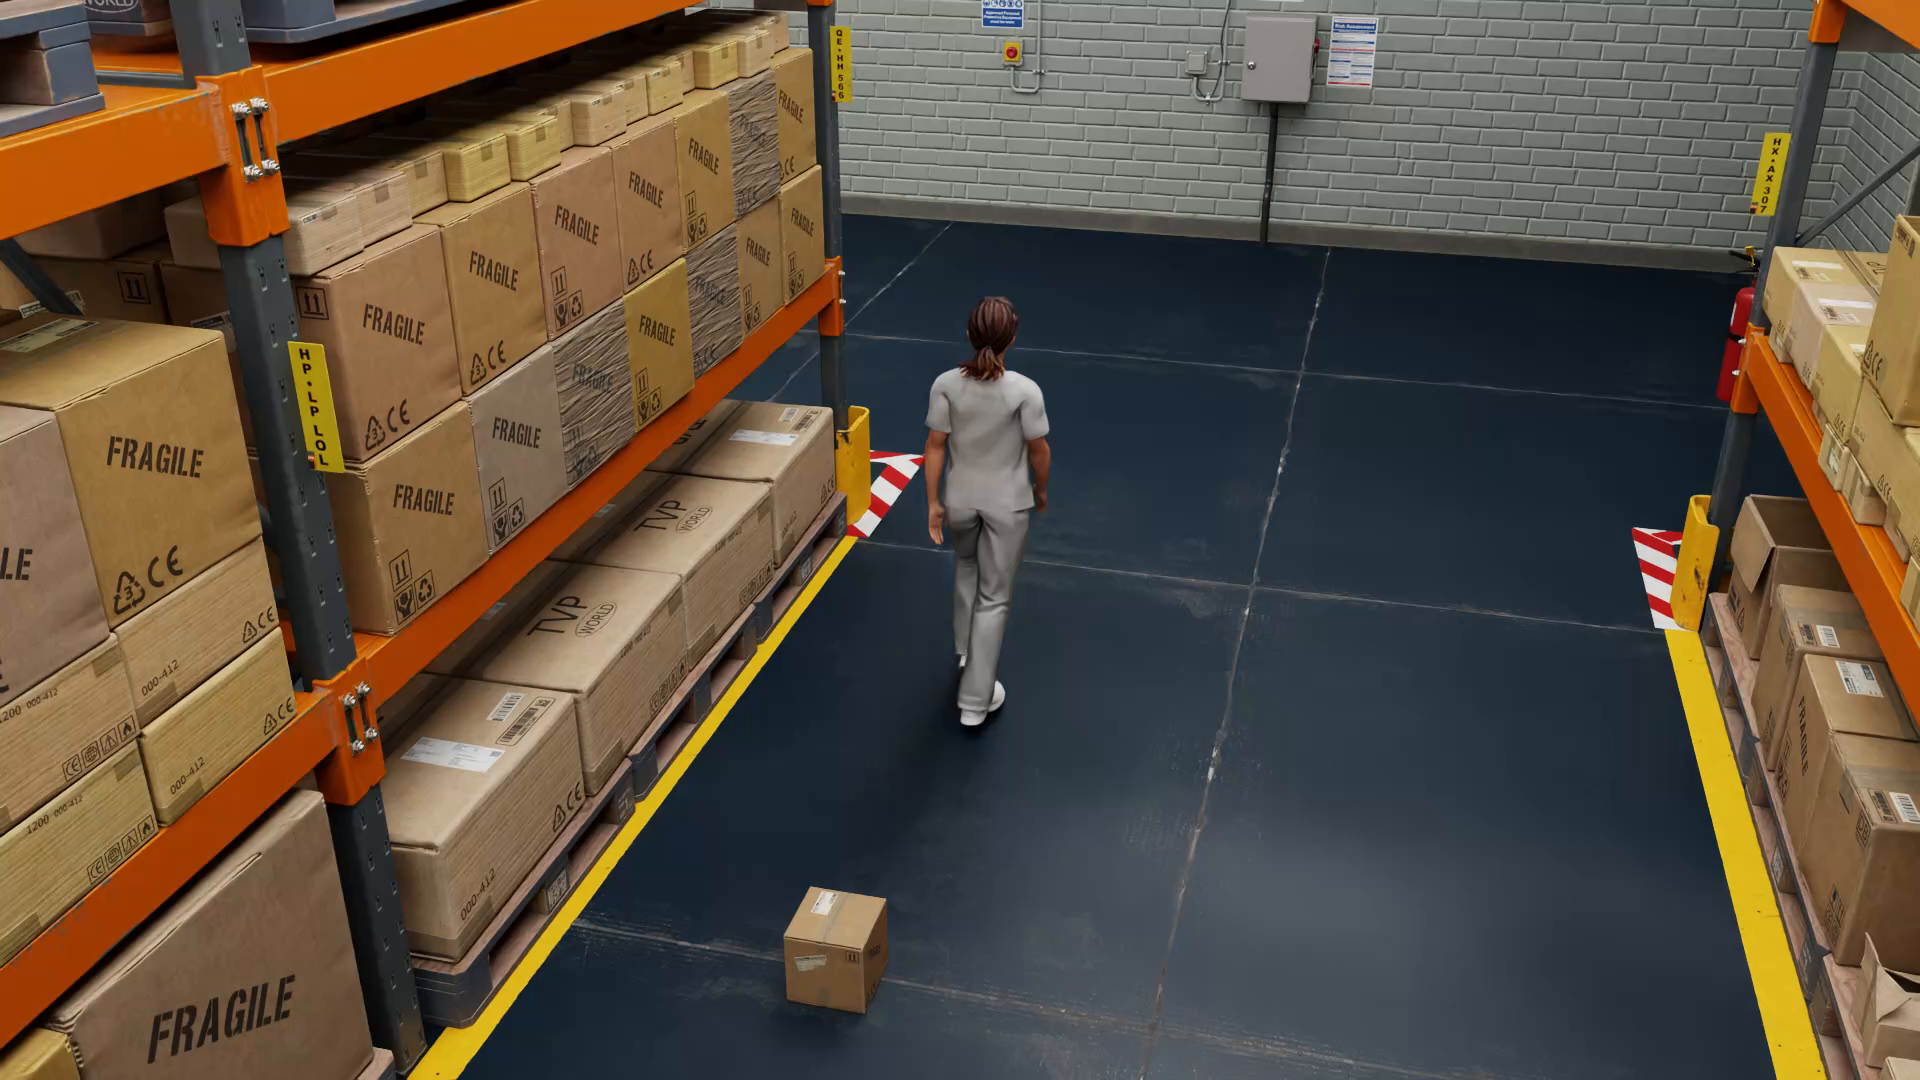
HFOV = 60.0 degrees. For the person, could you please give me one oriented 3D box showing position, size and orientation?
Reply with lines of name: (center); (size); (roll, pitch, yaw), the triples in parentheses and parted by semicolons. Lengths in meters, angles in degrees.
person: (0.115, -0.106, 6.363); (0.456, 1.721, 0.624); (8, 27, 16)
